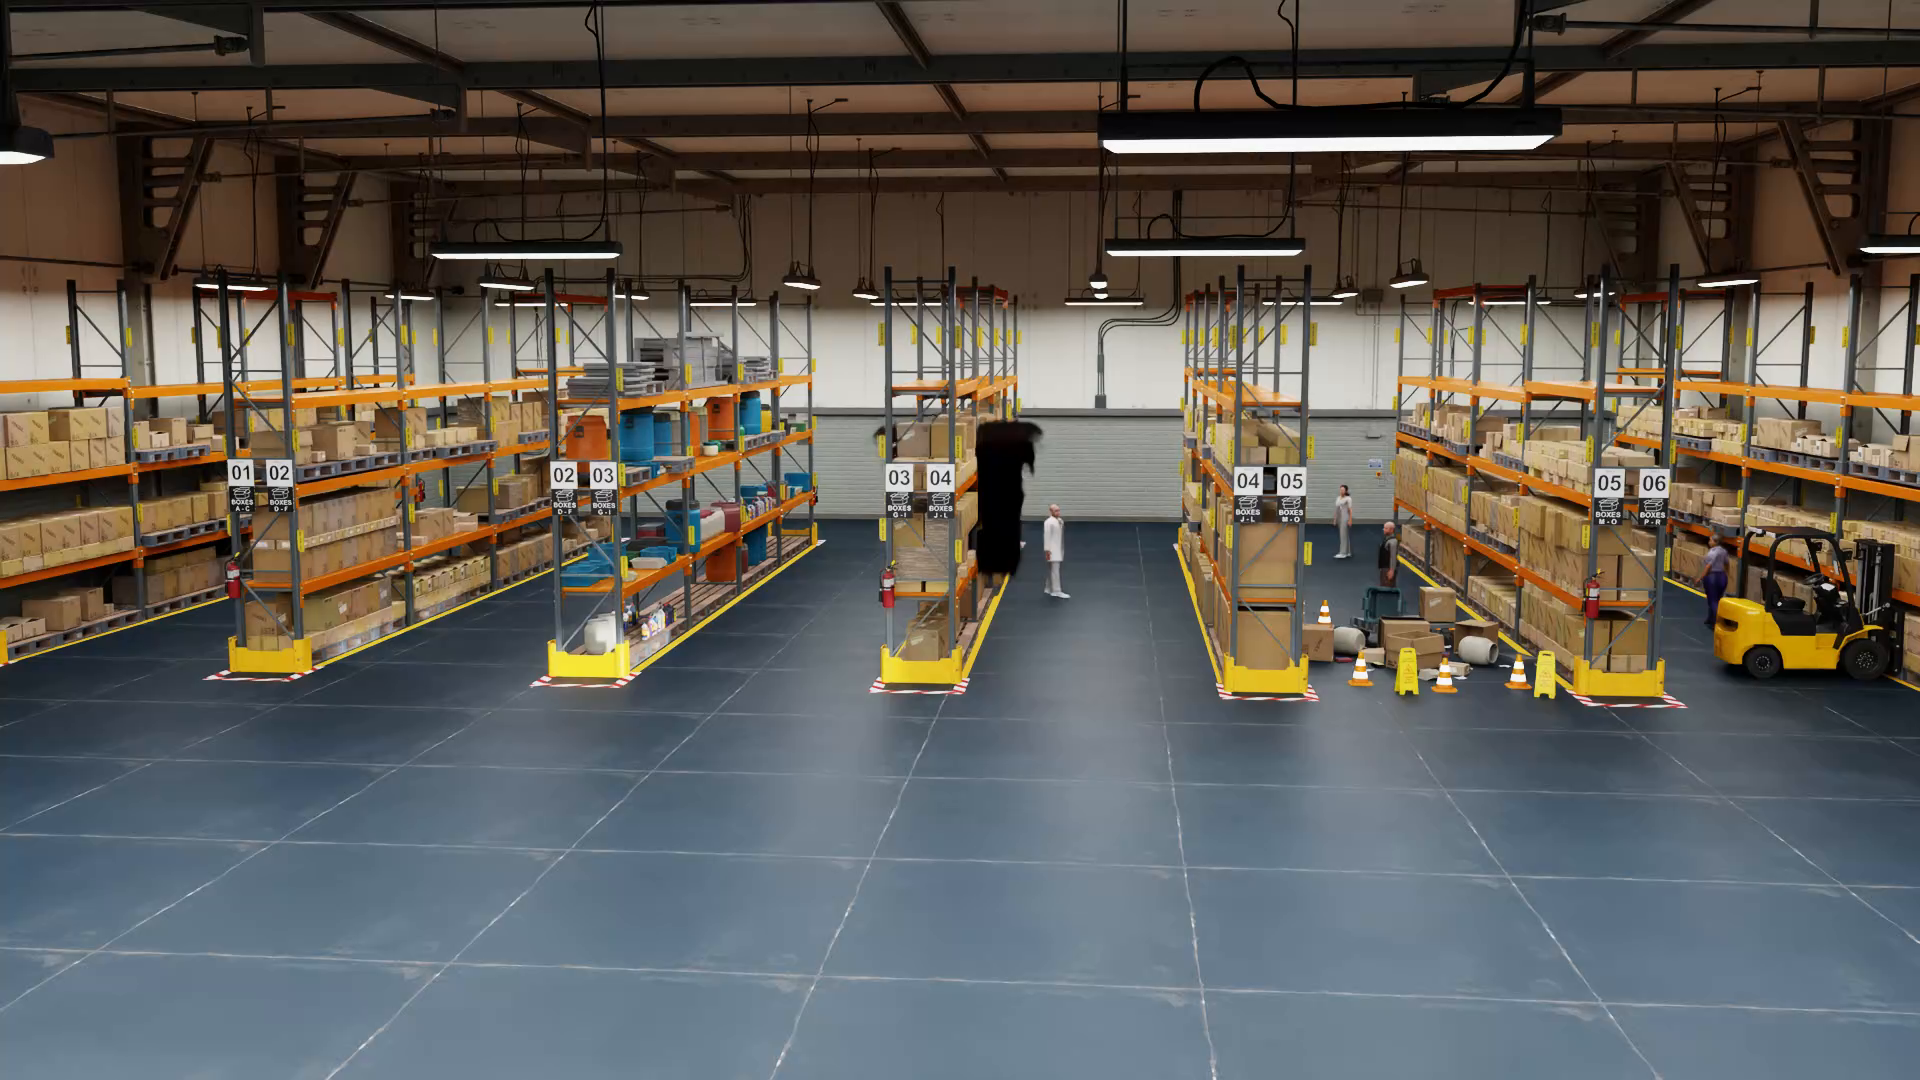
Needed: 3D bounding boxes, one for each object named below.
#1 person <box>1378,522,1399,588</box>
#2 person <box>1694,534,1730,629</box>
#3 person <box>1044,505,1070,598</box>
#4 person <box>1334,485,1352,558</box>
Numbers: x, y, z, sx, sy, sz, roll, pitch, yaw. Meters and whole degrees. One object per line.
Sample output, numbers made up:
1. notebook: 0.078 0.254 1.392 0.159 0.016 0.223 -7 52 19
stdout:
1. person: 7.701 0.533 29.856 0.419 1.726 0.557 4 8 29
2. person: 12.942 0.711 28.598 0.566 1.646 0.814 -1 7 -5
3. person: 1.919 0.205 32.300 0.640 1.791 0.623 4 8 31
4. person: 8.751 -0.436 38.025 0.451 1.671 0.467 -1 7 -9
